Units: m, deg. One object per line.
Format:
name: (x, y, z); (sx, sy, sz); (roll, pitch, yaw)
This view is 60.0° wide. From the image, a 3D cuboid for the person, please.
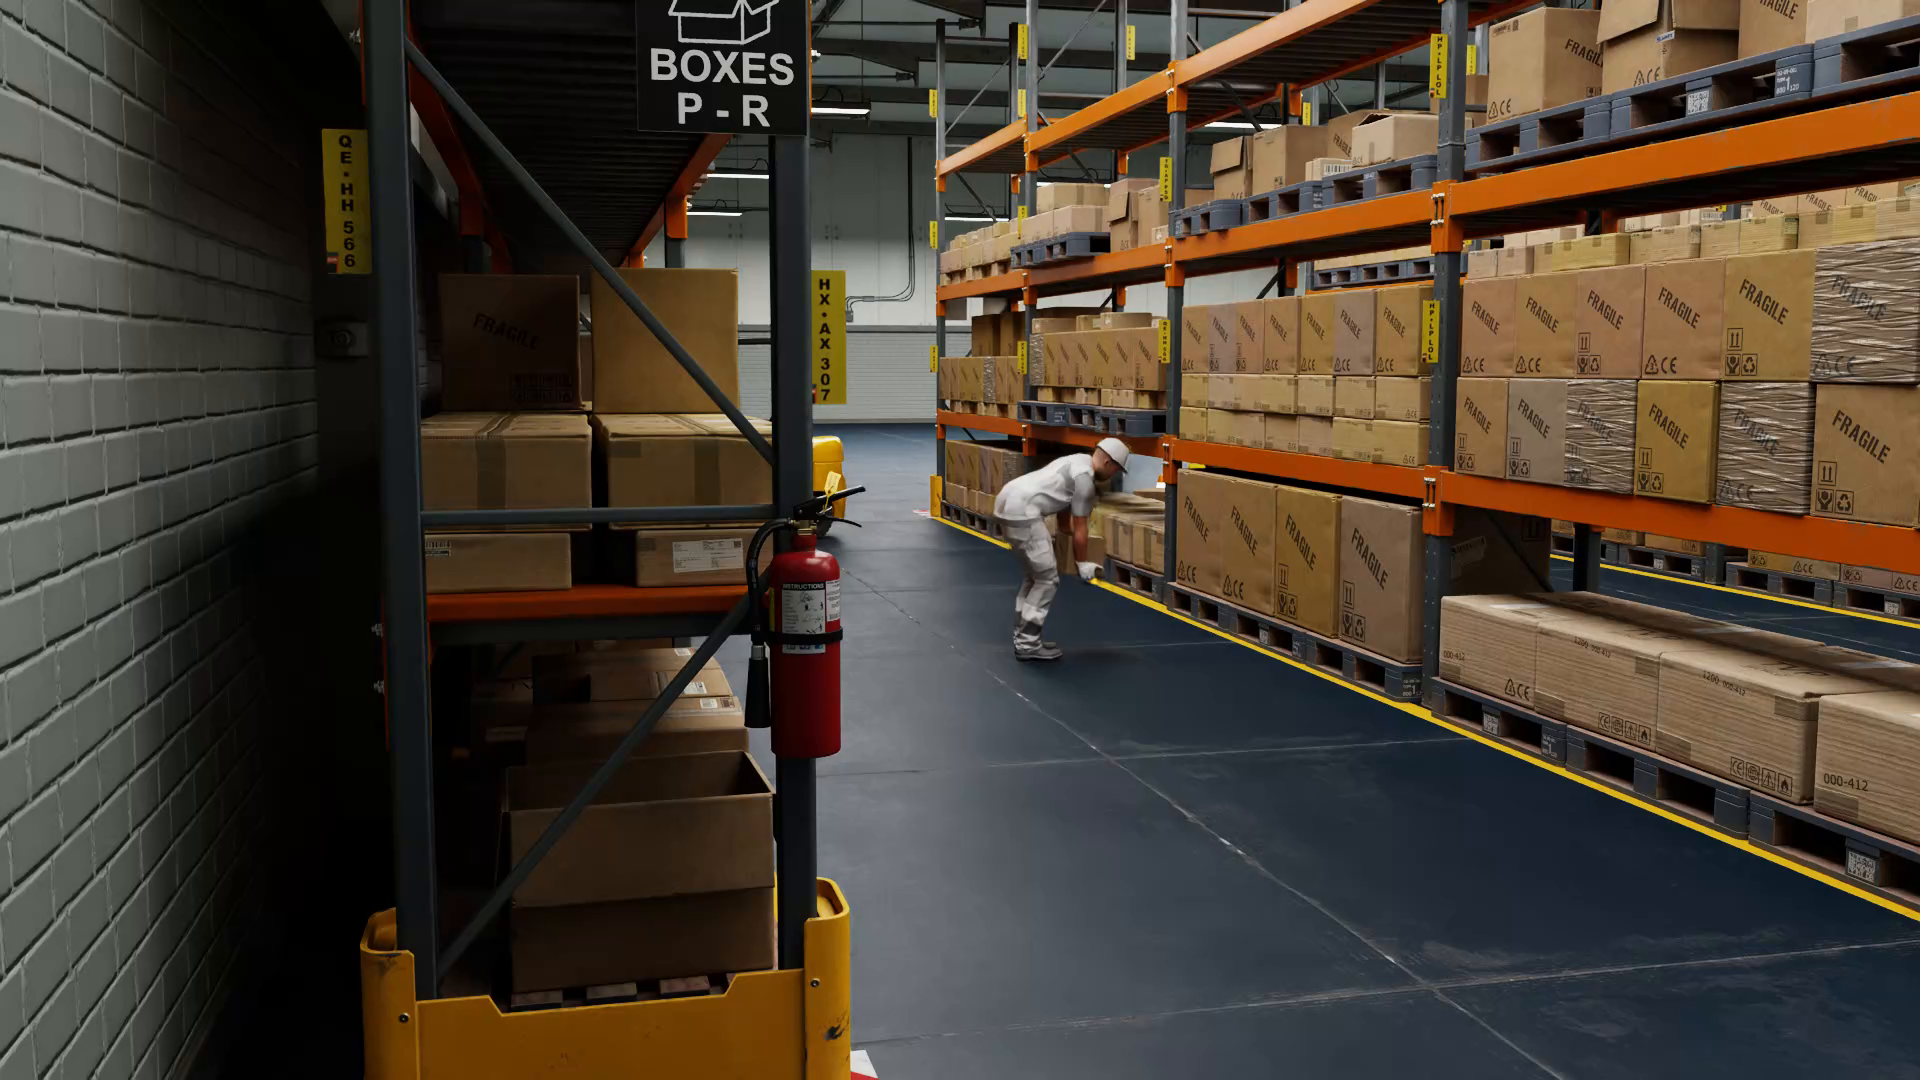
person: (0.659, 0.045, 10.683); (0.886, 1.401, 0.485); (-2, 6, -15)
